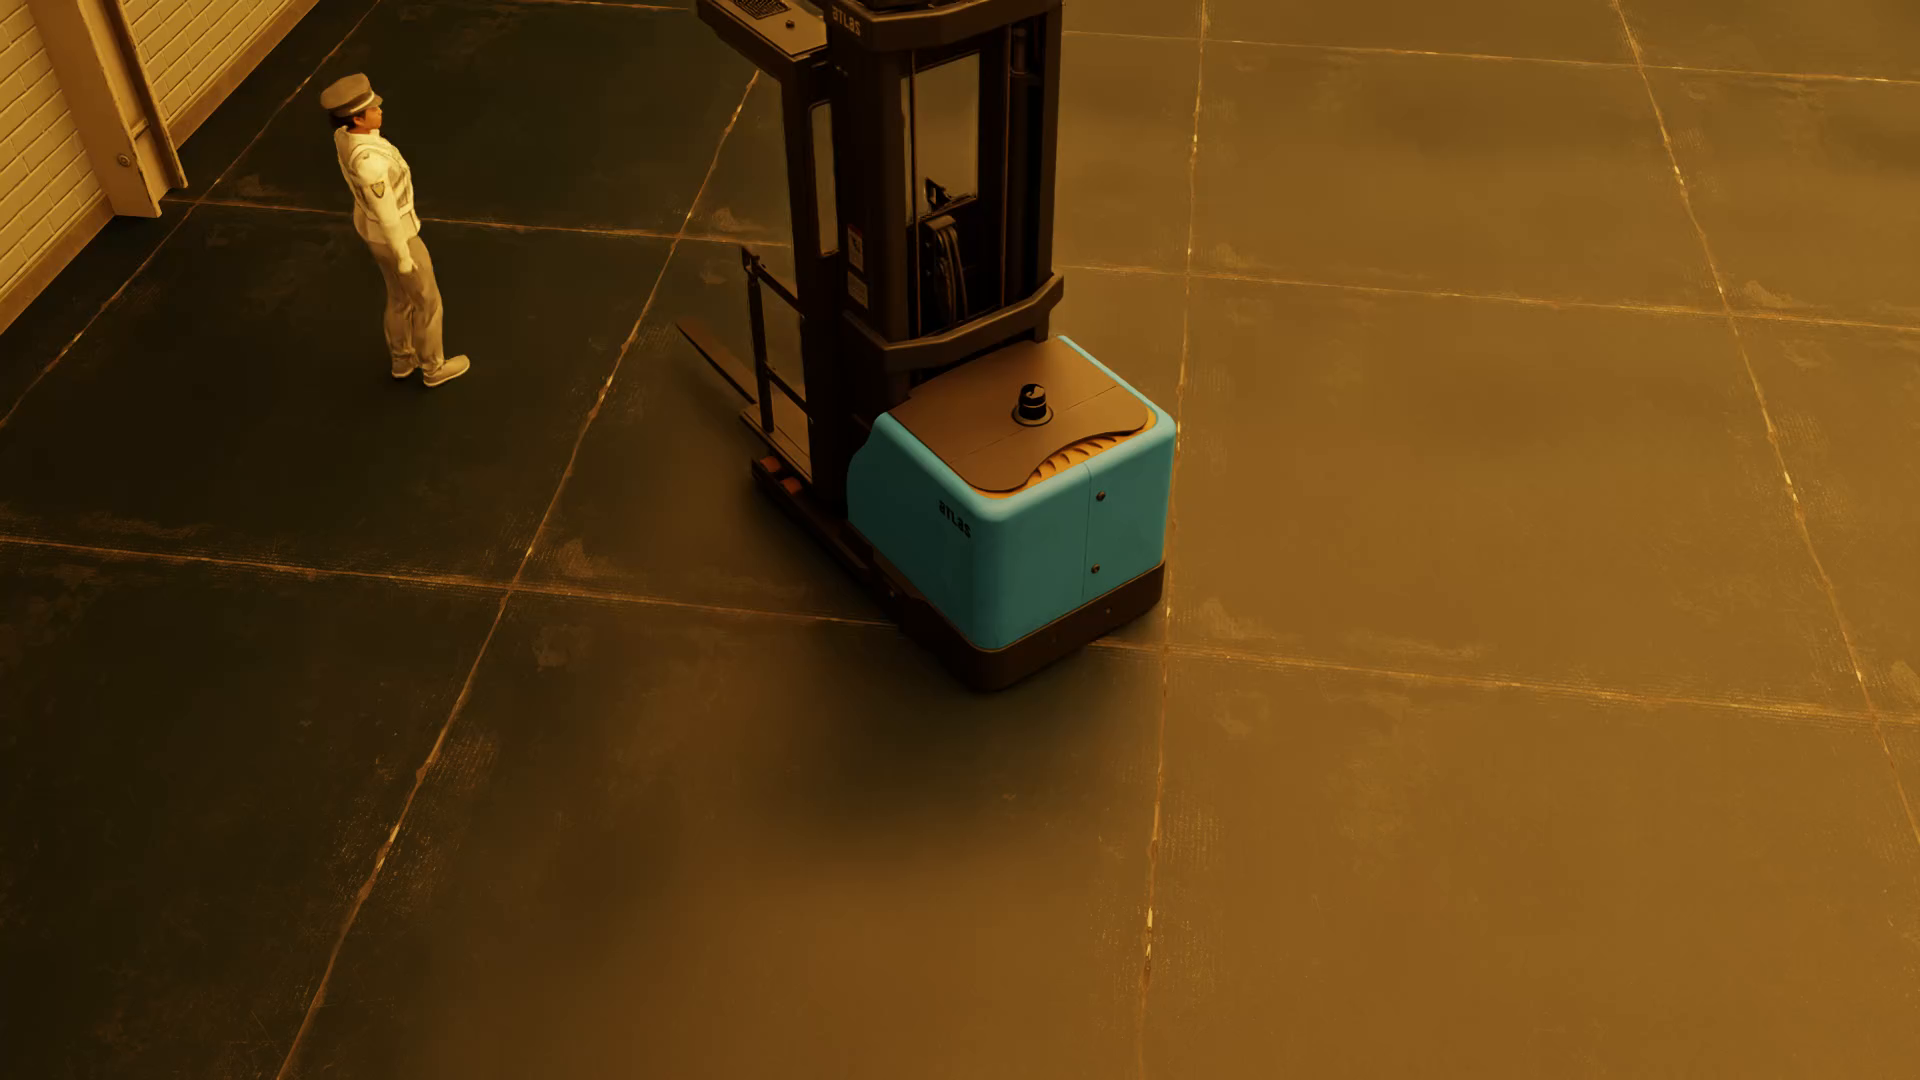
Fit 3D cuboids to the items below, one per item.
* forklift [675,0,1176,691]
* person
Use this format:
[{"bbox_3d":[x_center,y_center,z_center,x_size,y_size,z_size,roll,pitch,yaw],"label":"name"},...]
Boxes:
[{"bbox_3d":[-0.359,-1.393,7.241,1.130,2.935,3.031,-26,49,-26],"label":"forklift"},{"bbox_3d":[-2.837,-1.542,8.333,0.390,1.681,0.504,-23,47,-23],"label":"person"}]
